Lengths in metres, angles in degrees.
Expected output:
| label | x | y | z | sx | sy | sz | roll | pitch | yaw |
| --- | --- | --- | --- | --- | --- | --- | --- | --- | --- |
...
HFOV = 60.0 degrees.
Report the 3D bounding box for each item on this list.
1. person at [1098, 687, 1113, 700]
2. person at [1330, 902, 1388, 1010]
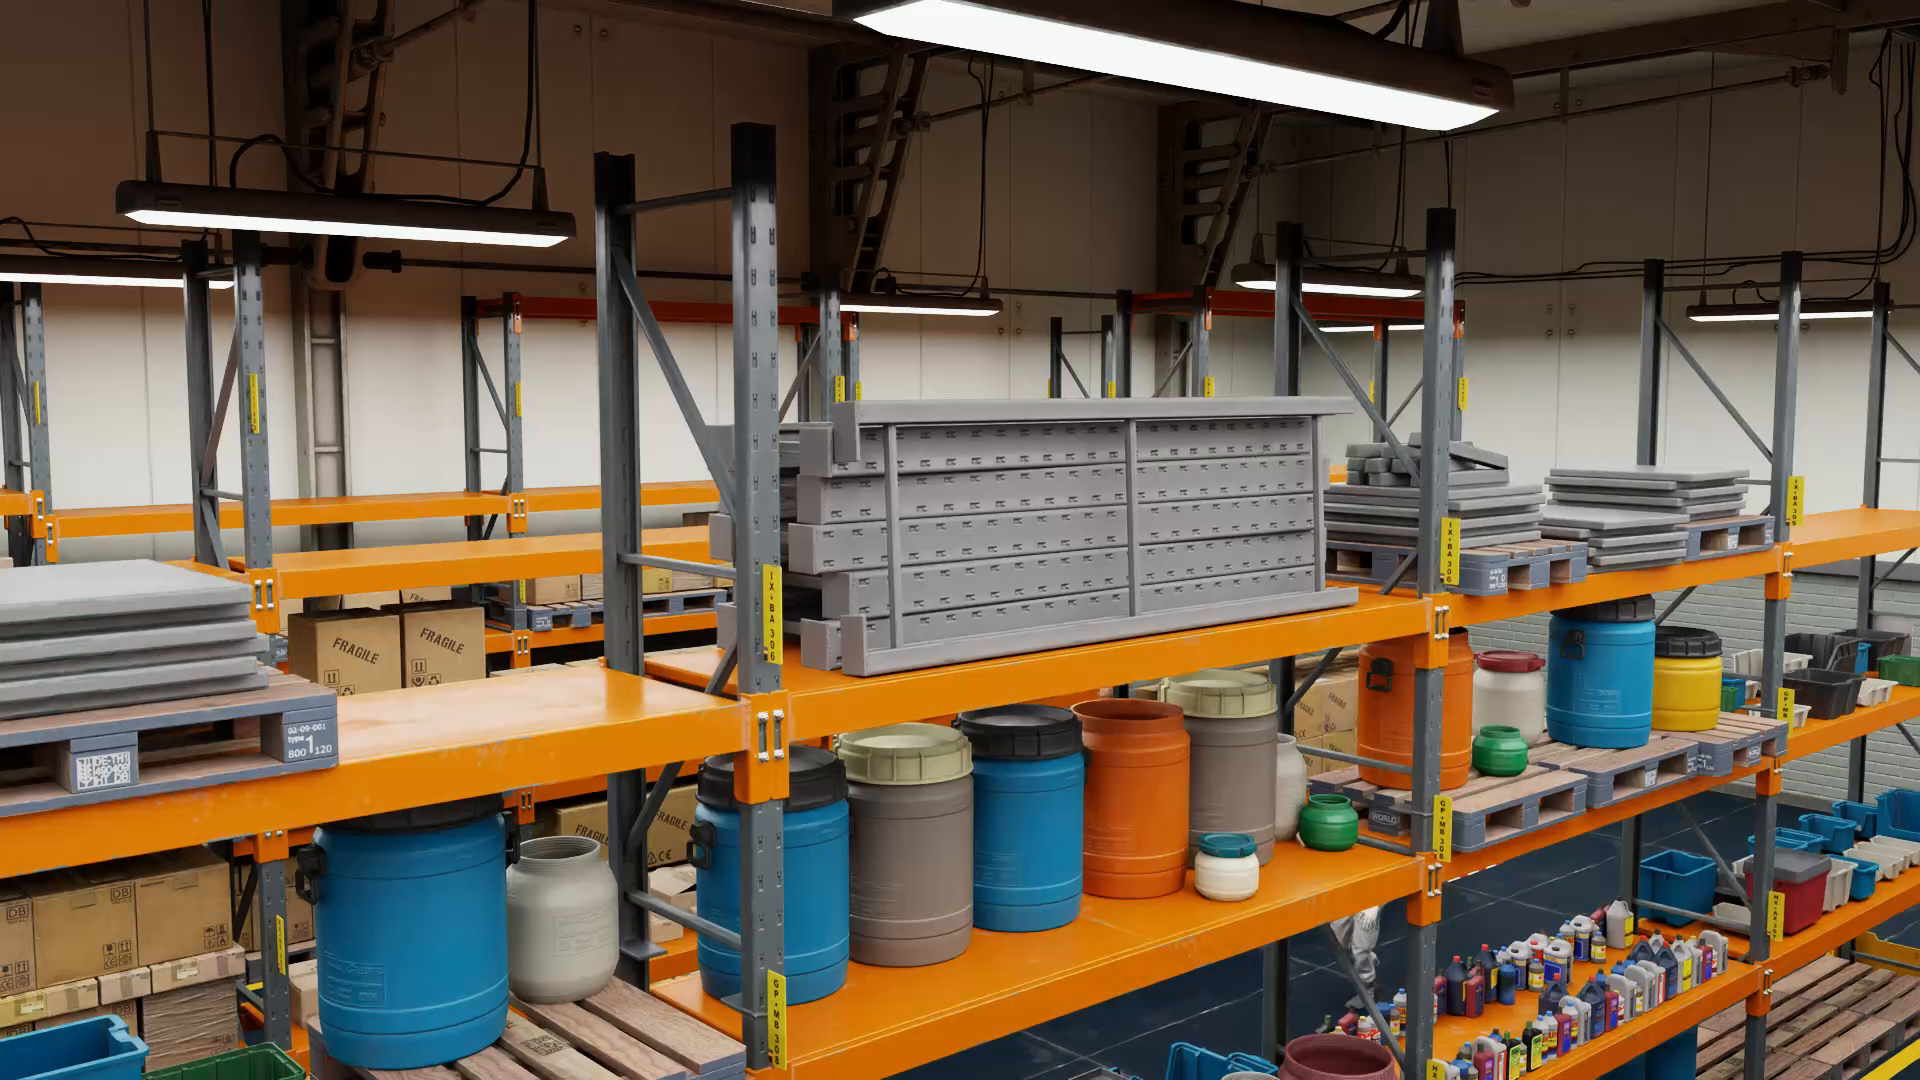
| label | x | y | z | sx | sy | sz | roll | pitch | yaw |
| --- | --- | --- | --- | --- | --- | --- | --- | --- | --- |
| person | 1.712 | 2.507 | 18.919 | 0.603 | 1.756 | 0.700 | -3 | 6 | -29 |
| person | 3.363 | 2.991 | 13.756 | 0.677 | 1.745 | 0.722 | -3 | 6 | -30 |
